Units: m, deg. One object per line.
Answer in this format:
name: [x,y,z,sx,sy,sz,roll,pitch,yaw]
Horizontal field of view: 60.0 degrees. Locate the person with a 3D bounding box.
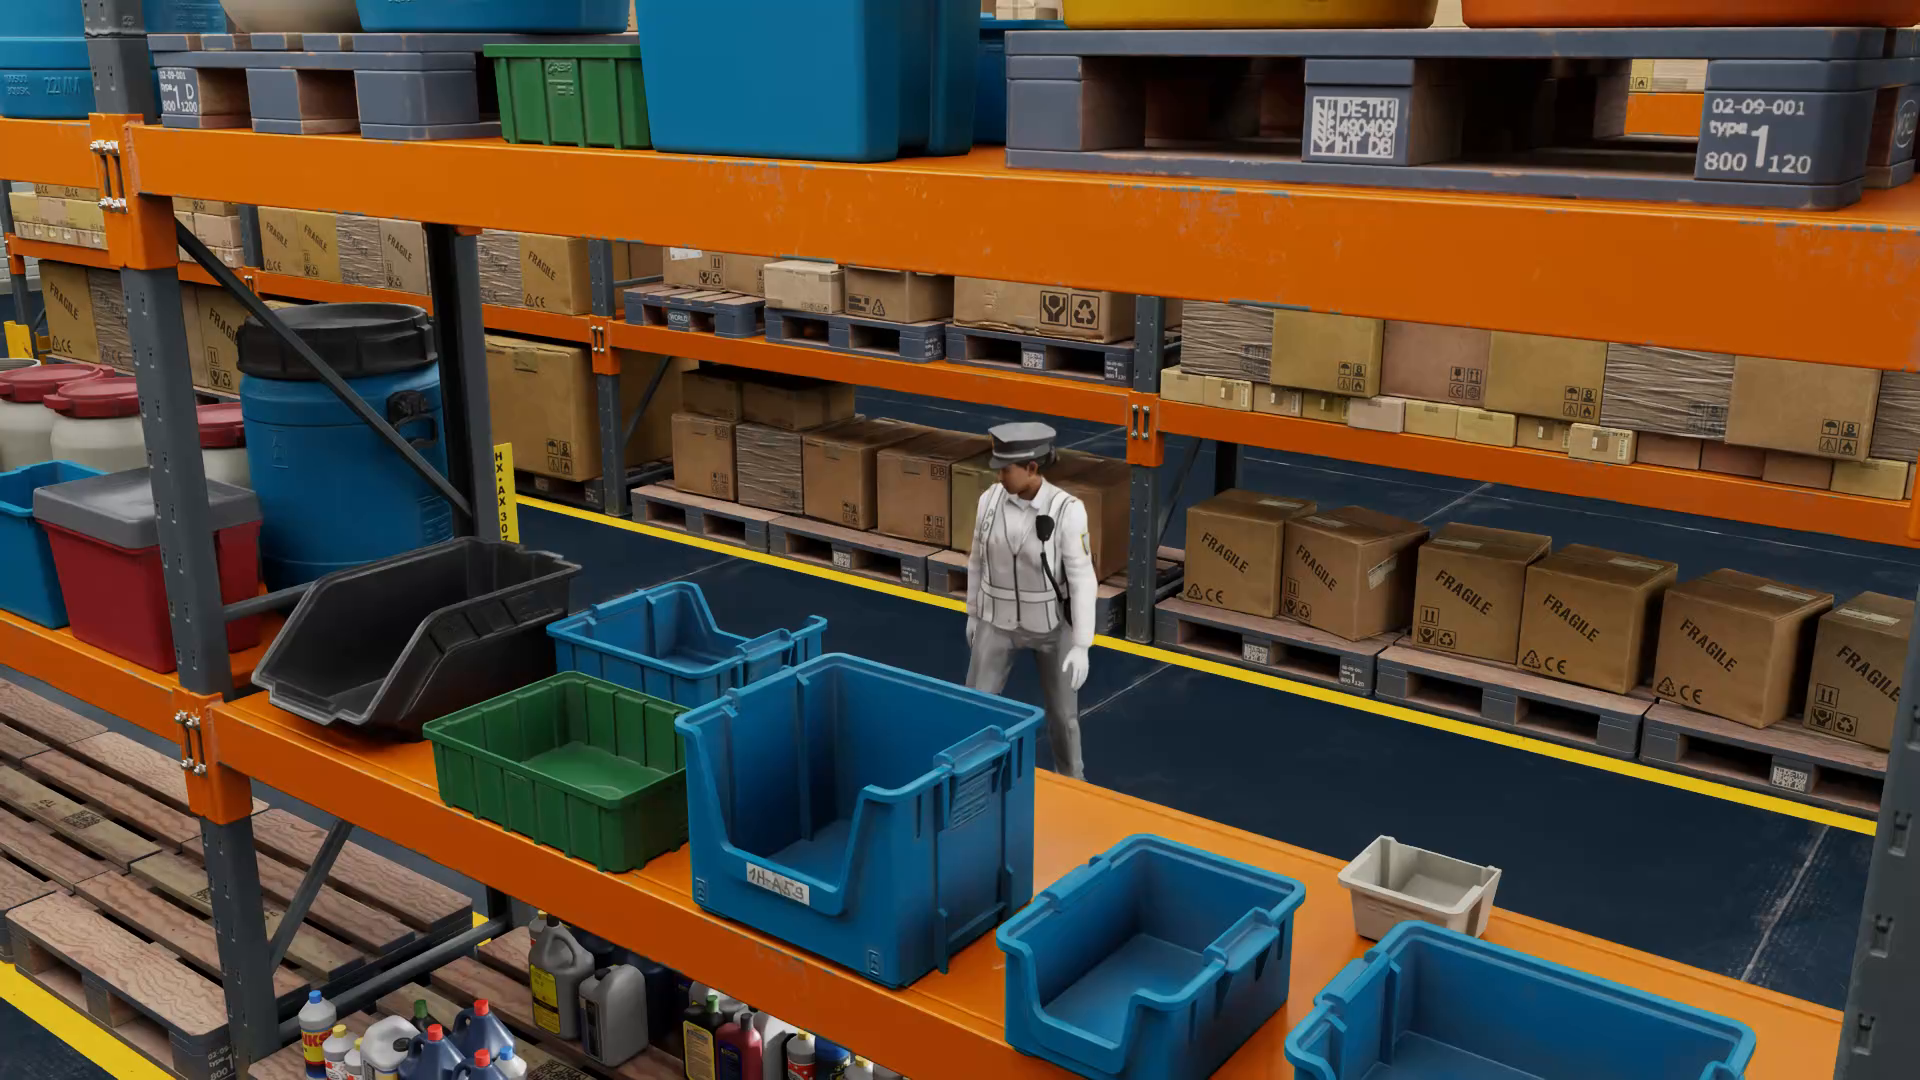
person: [0.232,0.361,6.301,0.600,1.640,0.754,4,17,13]
